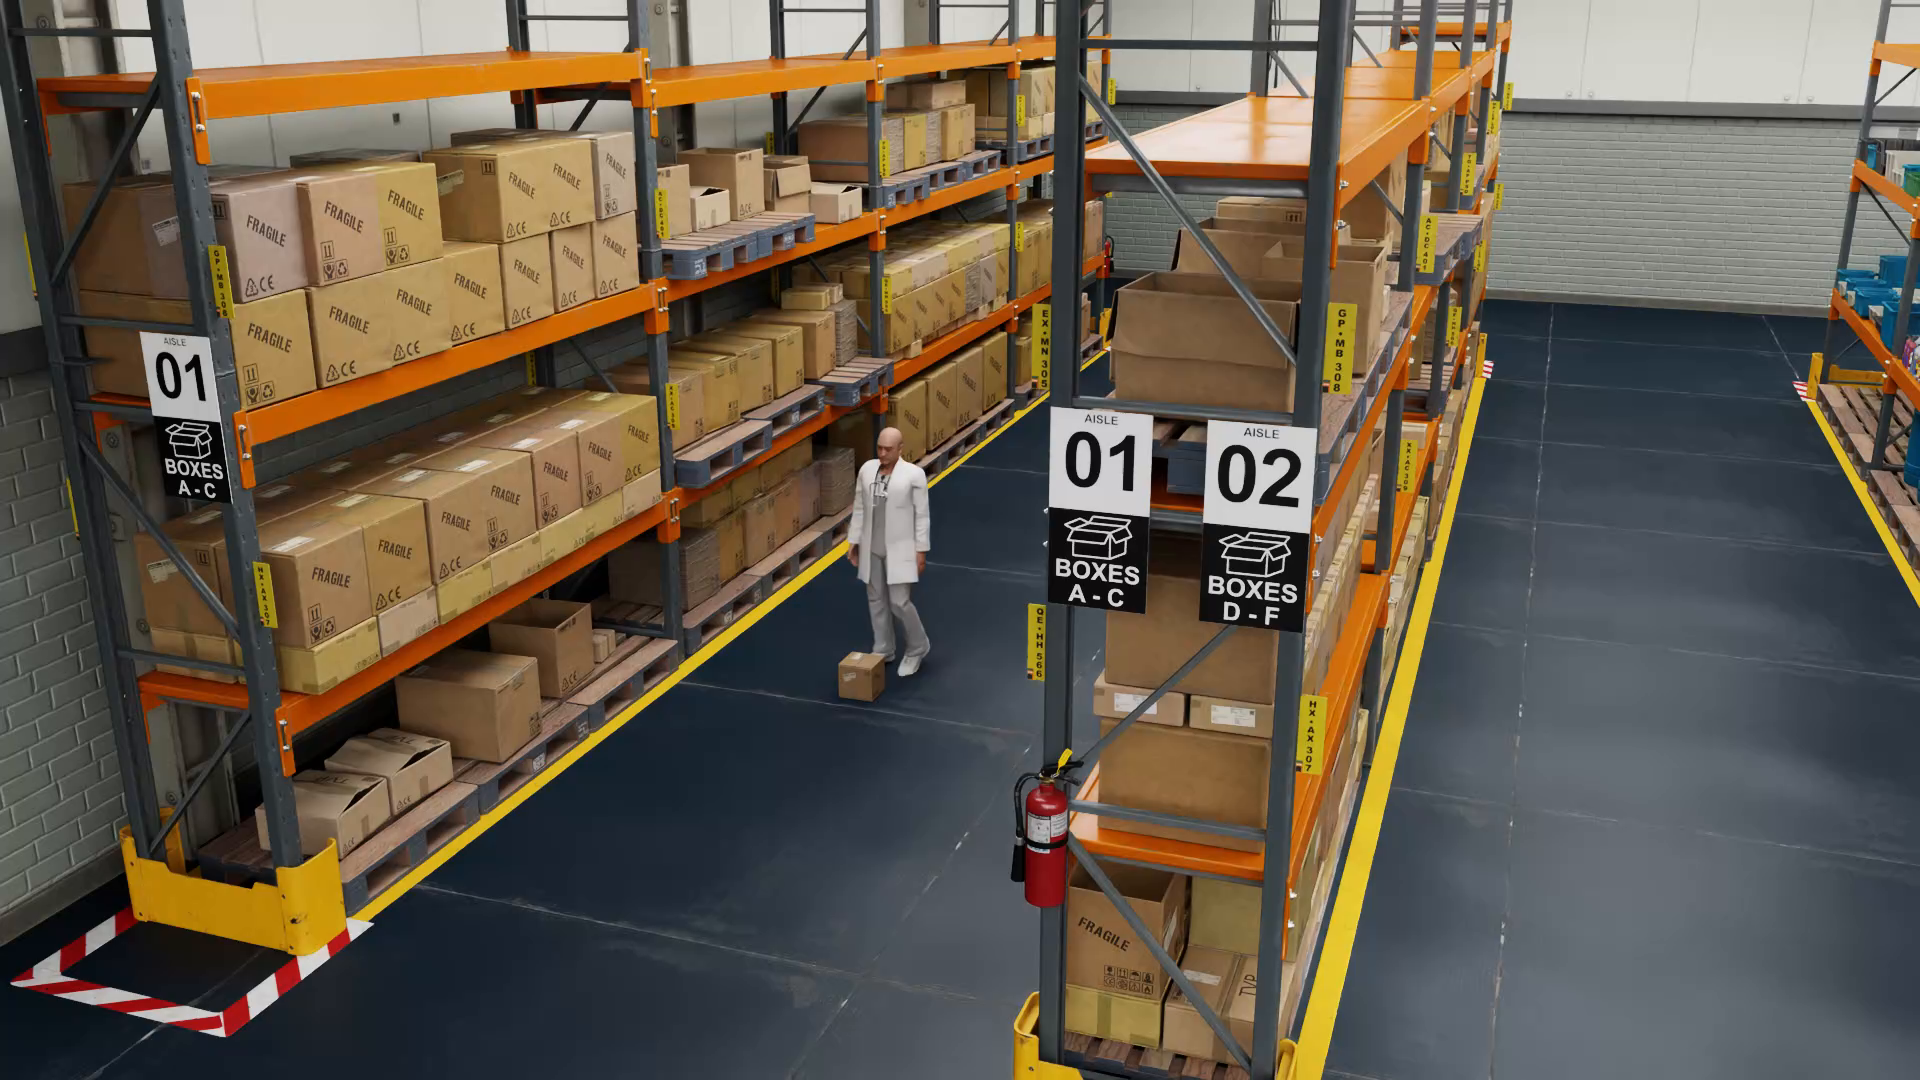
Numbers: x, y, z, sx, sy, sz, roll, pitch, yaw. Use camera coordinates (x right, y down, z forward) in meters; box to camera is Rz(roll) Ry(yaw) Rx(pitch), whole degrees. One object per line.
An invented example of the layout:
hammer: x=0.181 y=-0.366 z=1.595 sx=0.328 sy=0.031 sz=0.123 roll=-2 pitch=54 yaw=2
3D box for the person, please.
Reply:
person: x=-0.534 y=0.080 z=11.850 sx=0.630 sy=1.808 sz=0.439 roll=9 pitch=20 yaw=25
